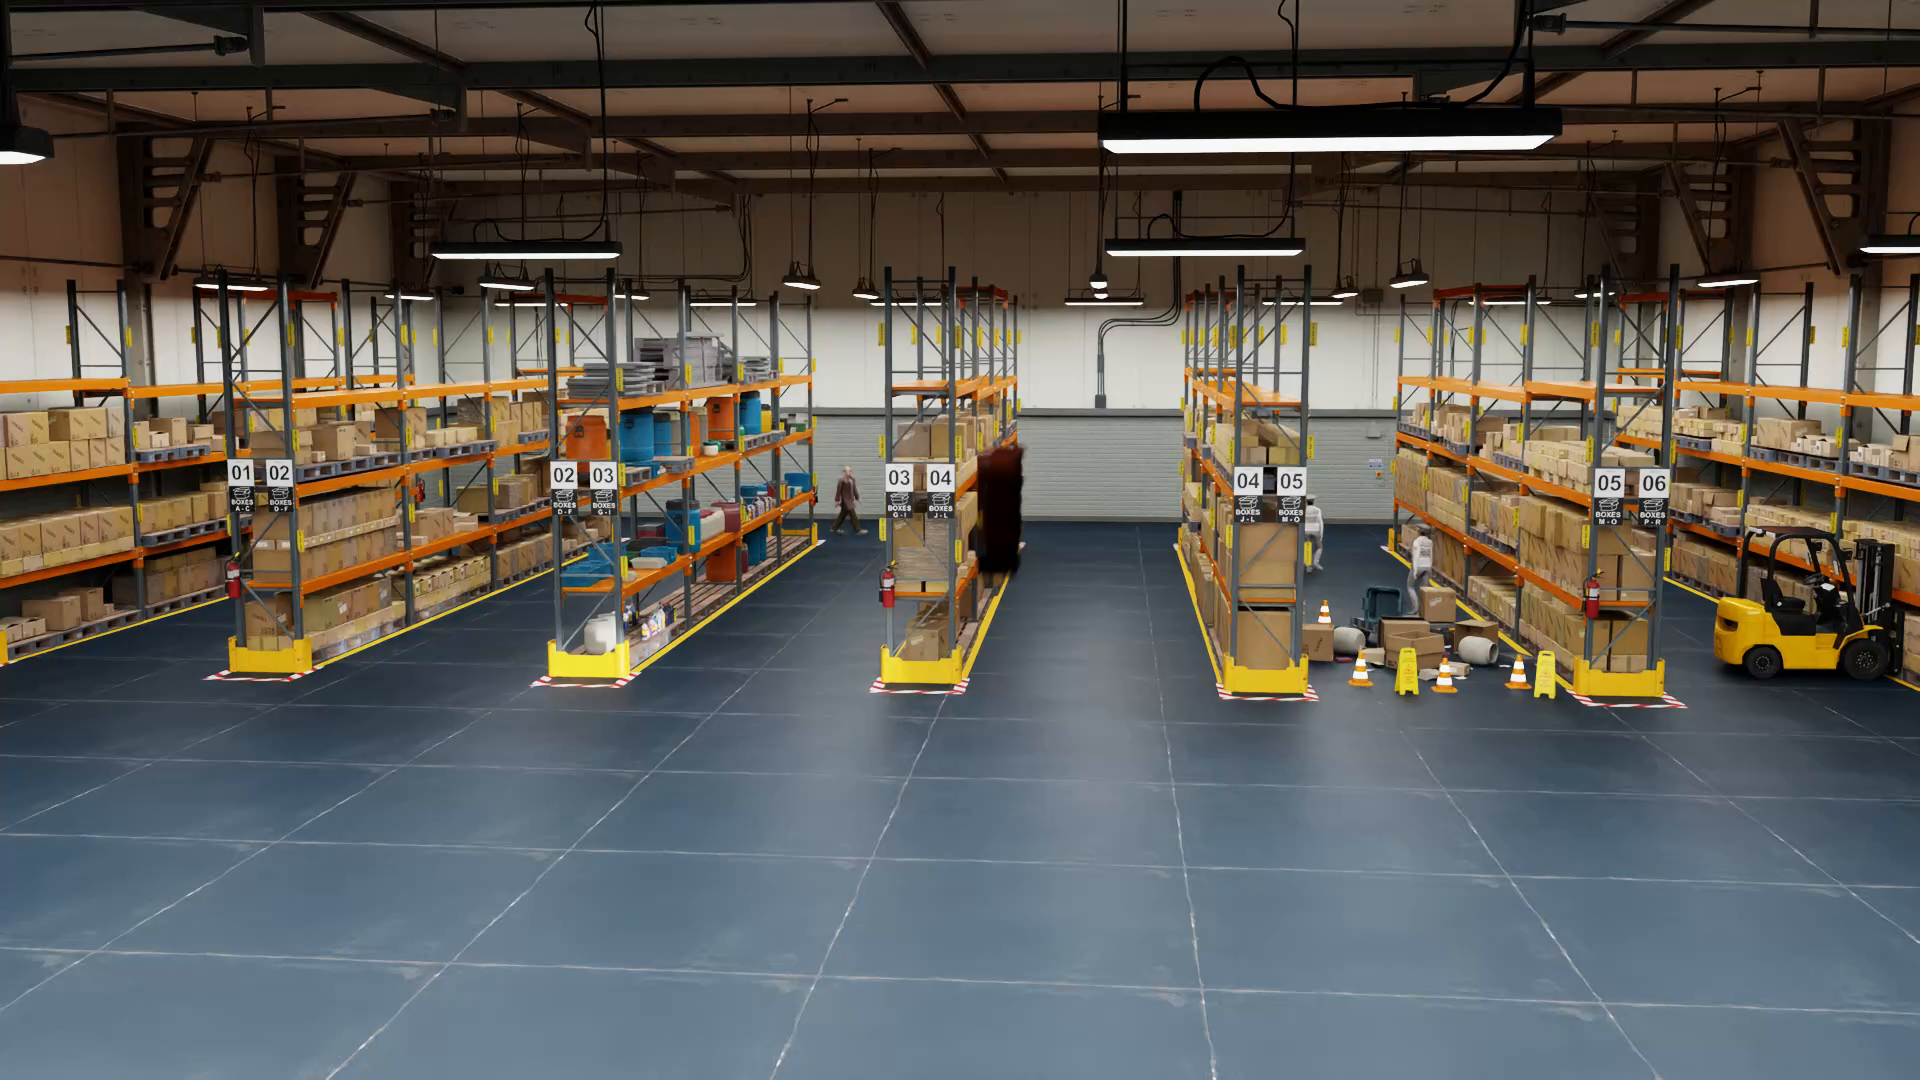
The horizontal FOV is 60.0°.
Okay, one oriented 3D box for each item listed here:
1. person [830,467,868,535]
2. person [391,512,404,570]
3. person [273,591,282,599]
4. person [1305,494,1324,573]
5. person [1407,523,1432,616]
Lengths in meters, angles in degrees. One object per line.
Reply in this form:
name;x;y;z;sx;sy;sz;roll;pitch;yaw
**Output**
person;-2.796;-0.997;42.184;1.090;1.734;0.560;2;7;16
person;-11.773;0.003;34.379;0.622;1.681;0.643;2;7;13
person;-12.507;0.384;30.758;0.691;1.738;1.025;0;7;-3
person;7.504;-0.130;35.448;0.533;1.674;0.489;2;7;14
person;8.316;0.547;29.907;0.503;1.697;0.478;-2;7;-19
